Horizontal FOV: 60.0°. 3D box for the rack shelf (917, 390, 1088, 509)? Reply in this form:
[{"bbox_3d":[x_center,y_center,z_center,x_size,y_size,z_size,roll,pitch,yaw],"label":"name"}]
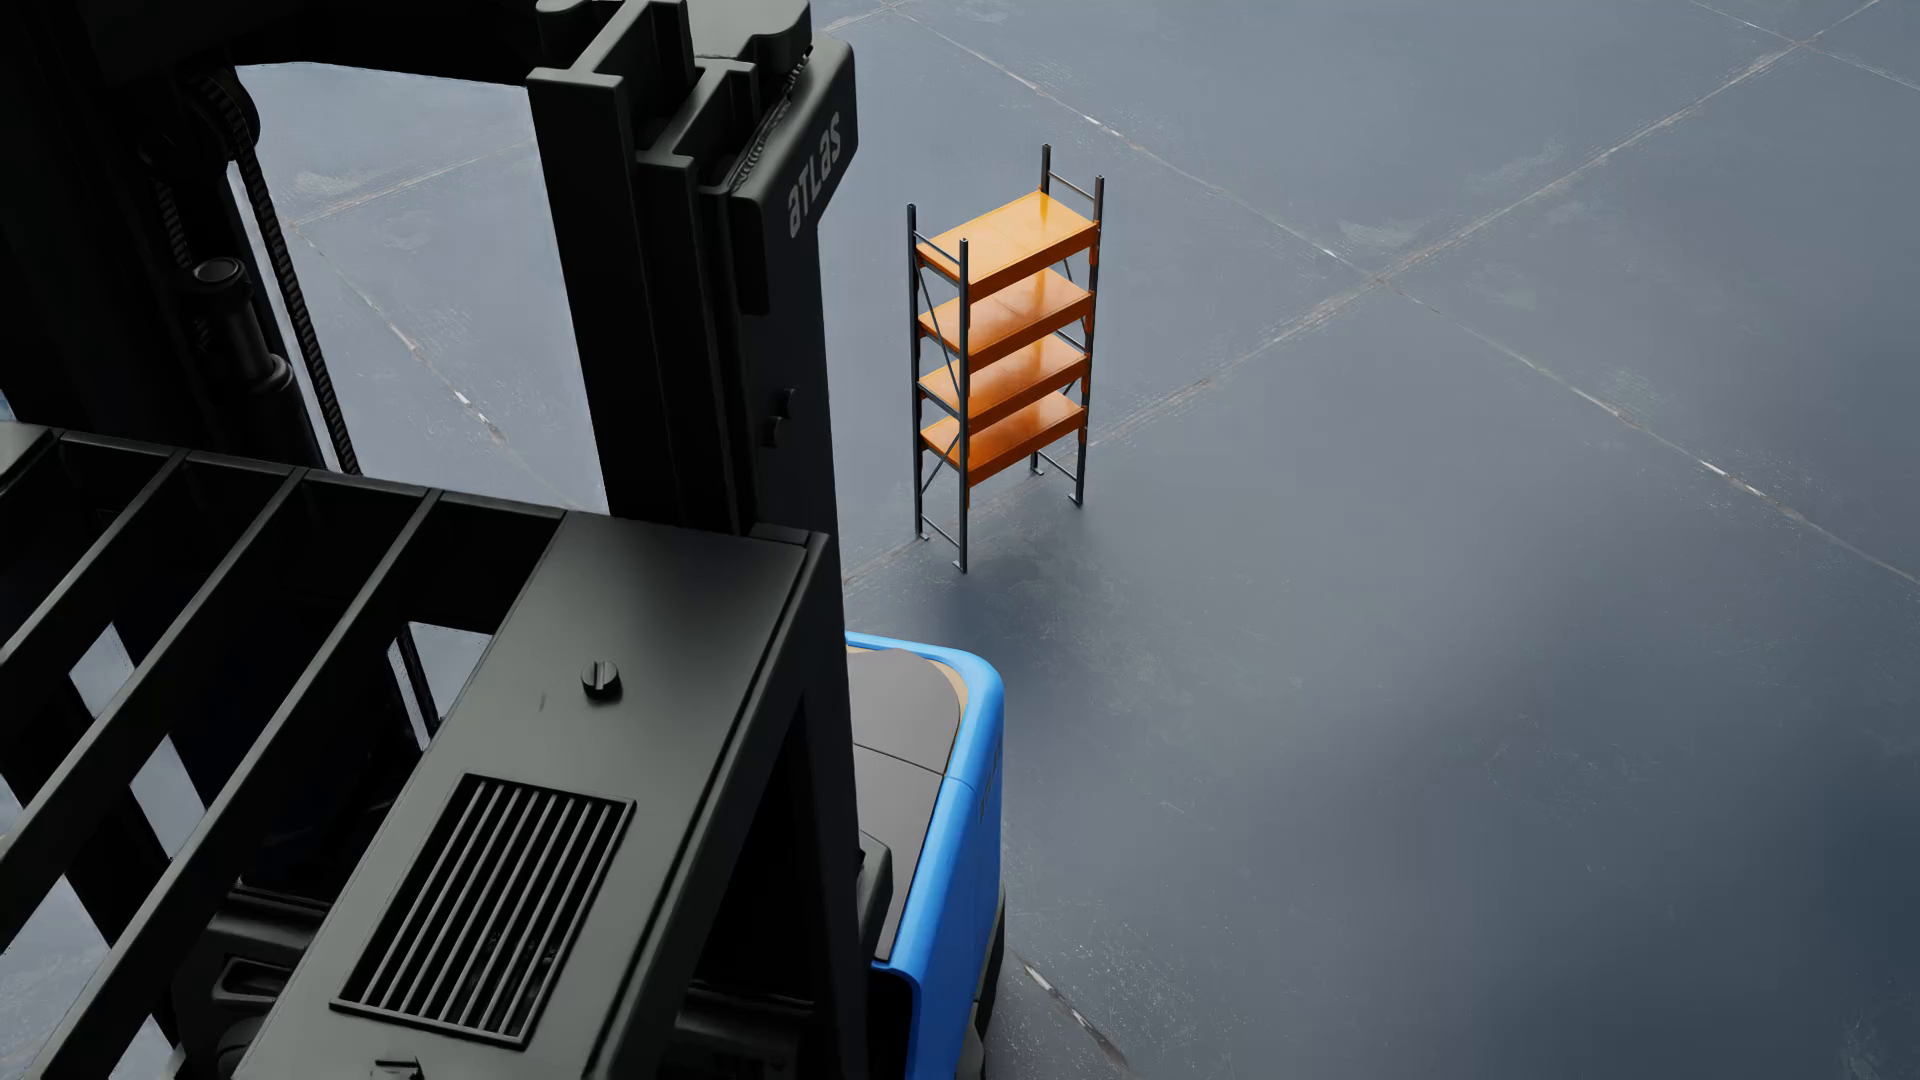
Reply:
[{"bbox_3d":[0.127,-0.316,5.099,0.480,0.148,0.258,-30,51,-28],"label":"rack shelf"}]

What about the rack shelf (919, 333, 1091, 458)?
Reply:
[{"bbox_3d":[0.127,-0.461,4.963,0.480,0.148,0.258,-30,51,-28],"label":"rack shelf"}]

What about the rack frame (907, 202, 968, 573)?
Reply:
[{"bbox_3d":[-0.060,-0.403,4.803,0.015,1.200,0.240,-30,51,-28],"label":"rack frame"}]

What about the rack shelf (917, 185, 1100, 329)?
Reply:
[{"bbox_3d":[0.127,-0.797,4.648,0.480,0.148,0.258,-30,51,-28],"label":"rack shelf"}]

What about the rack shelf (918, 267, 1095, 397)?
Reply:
[{"bbox_3d":[0.127,-0.624,4.810,0.480,0.148,0.258,-30,51,-28],"label":"rack shelf"}]

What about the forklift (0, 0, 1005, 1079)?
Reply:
[{"bbox_3d":[-0.722,0.864,2.189,1.130,2.935,3.031,9,44,9],"label":"forklift"}]

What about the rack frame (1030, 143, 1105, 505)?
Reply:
[{"bbox_3d":[0.314,-0.617,5.031,0.015,1.200,0.240,-30,51,-28],"label":"rack frame"}]

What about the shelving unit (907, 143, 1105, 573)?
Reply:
[{"bbox_3d":[0.127,-0.510,4.917,0.503,1.200,0.258,-30,51,-28],"label":"shelving unit"}]
